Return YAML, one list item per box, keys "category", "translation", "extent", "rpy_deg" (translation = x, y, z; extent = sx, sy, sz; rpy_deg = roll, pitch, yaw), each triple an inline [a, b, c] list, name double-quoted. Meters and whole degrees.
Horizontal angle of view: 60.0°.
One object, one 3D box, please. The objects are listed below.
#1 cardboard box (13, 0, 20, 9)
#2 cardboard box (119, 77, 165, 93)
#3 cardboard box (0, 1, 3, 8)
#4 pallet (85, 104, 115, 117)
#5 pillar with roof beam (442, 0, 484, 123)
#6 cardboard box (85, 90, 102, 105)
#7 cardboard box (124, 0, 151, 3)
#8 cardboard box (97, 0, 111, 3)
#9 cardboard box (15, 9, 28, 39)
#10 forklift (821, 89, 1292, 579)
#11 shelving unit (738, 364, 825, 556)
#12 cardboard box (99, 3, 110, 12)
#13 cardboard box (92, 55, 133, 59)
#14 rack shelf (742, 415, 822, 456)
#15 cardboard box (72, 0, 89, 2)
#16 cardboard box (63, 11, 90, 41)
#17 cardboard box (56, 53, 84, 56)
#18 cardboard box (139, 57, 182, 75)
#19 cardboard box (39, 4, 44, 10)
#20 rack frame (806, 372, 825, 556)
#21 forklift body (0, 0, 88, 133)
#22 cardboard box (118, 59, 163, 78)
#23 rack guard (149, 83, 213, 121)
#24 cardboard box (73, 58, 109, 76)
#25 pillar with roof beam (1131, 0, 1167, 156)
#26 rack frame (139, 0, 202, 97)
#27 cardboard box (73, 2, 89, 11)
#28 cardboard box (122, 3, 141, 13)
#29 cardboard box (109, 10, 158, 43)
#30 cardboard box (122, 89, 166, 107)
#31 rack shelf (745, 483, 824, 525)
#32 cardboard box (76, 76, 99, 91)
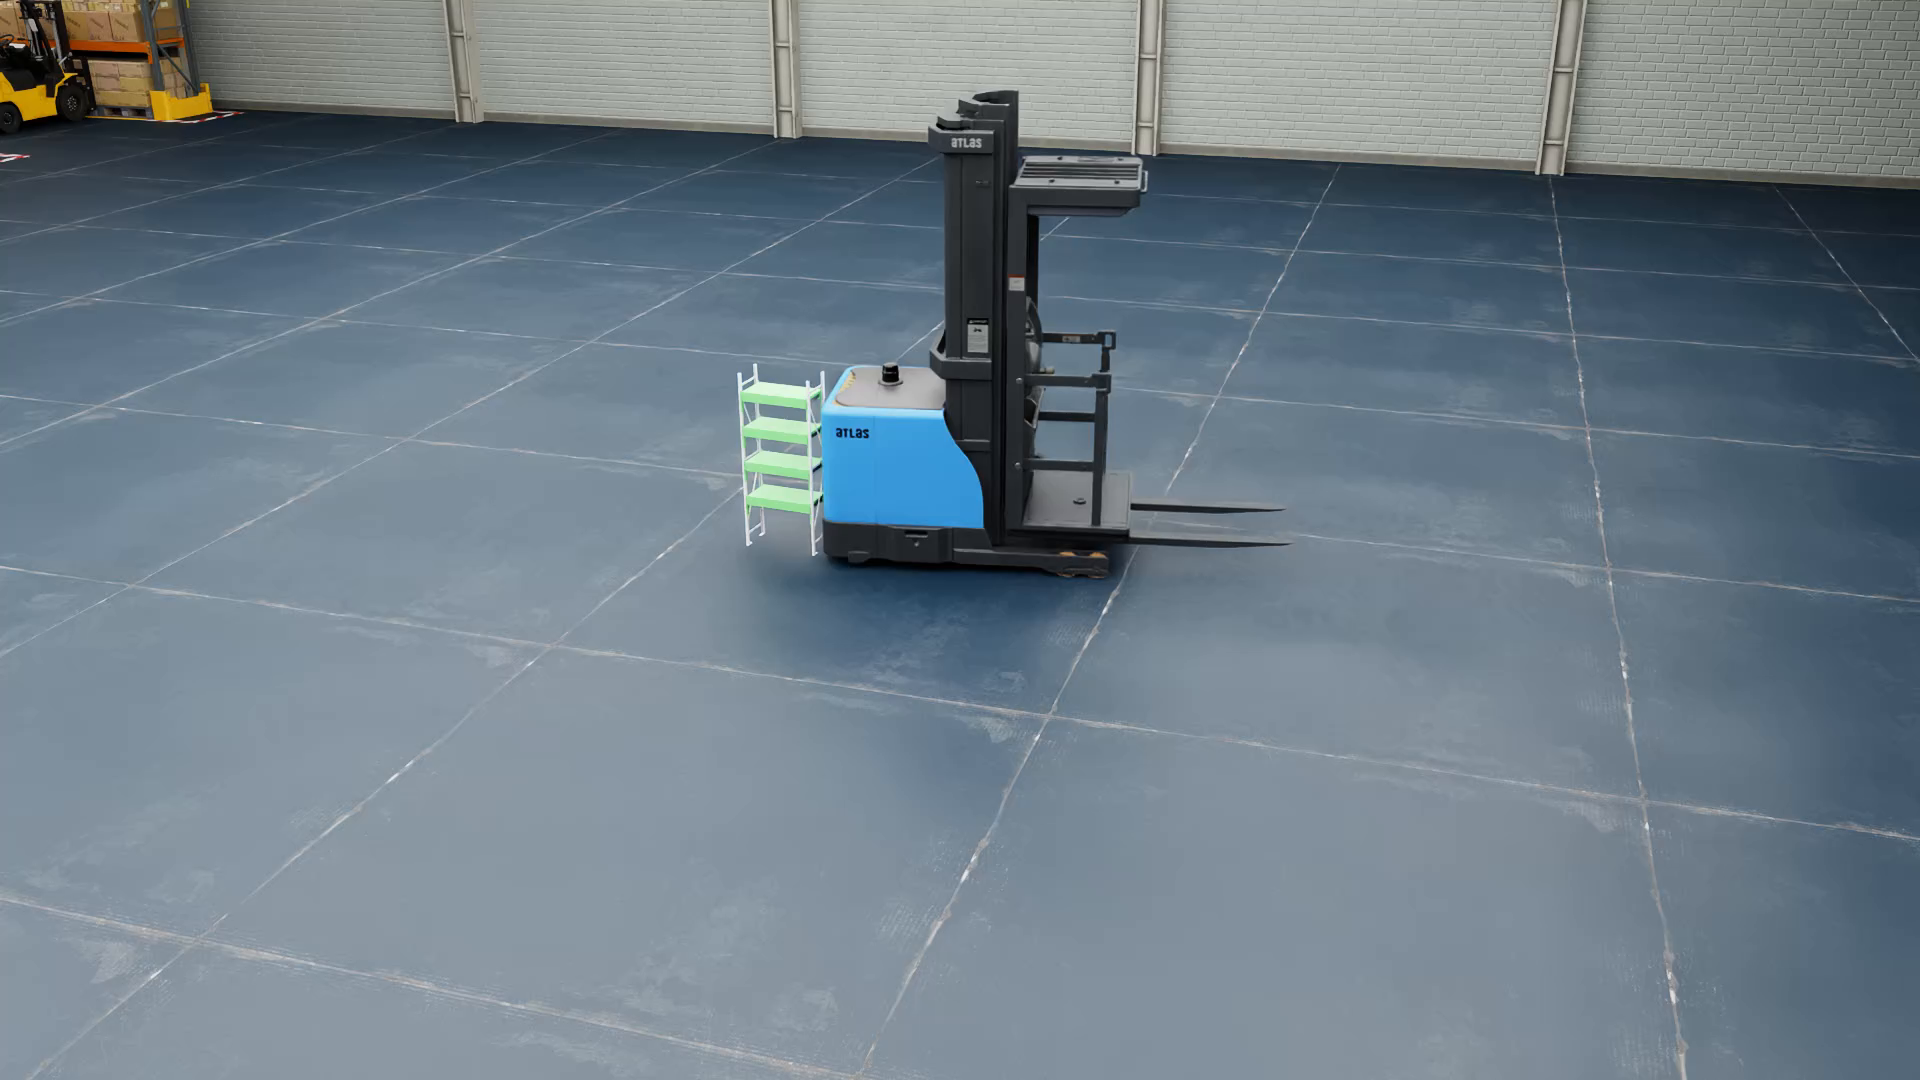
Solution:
- category: "cardboard box"
  translation: [-16.558, -9.519, 29.536]
  extent: [0.250, 0.149, 0.380]
  rpy_deg: [6, 23, 15]
- category: "cardboard box"
  translation: [-14.485, -8.087, 29.444]
  extent: [0.500, 0.250, 0.500]
  rpy_deg: [6, 23, 15]
- category: "cardboard box"
  translation: [-17.023, -9.602, 29.739]
  extent: [0.250, 0.149, 0.380]
  rpy_deg: [6, 23, 15]
- category: "pallet"
  translation: [-15.837, -7.907, 30.267]
  extent: [1.213, 0.211, 1.003]
  rpy_deg: [7, 23, 15]
- category: "pillar with roof beam"
  translation: [-9.834, -9.951, 23.672]
  extent: [0.400, 9.000, 9.100]
  rpy_deg: [7, 23, 16]
- category: "cardboard box"
  translation: [-15.420, -7.969, 29.814]
  extent: [0.500, 0.250, 0.500]
  rpy_deg: [7, 23, 16]
- category: "cardboard box"
  translation: [-14.333, -9.440, 28.954]
  extent: [0.250, 0.149, 0.380]
  rpy_deg: [7, 23, 16]
- category: "cardboard box"
  translation: [-14.836, -9.475, 29.038]
  extent: [0.250, 0.149, 0.380]
  rpy_deg: [7, 23, 17]
- category: "cardboard box"
  translation: [-16.420, -9.229, 29.684]
  extent: [0.500, 0.500, 0.500]
  rpy_deg: [6, 23, 15]
- category: "forklift"
  translation: [0.657, -1.318, 10.620]
  extent: [3.031, 2.935, 1.130]
  rpy_deg: [2, 22, 6]
- category: "shelving unit"
  translation: [-1.157, -0.526, 10.971]
  extent: [0.503, 1.200, 0.258]
  rpy_deg: [8, 24, 19]
- category: "cardboard box"
  translation: [-14.826, -9.344, 29.111]
  extent: [0.250, 0.149, 0.380]
  rpy_deg: [7, 23, 17]
- category: "cardboard box"
  translation: [-15.289, -8.612, 30.065]
  extent: [0.500, 0.250, 0.500]
  rpy_deg: [6, 23, 15]
- category: "rack shelf"
  translation: [-1.157, -0.689, 10.904]
  extent: [0.480, 0.148, 0.258]
  rpy_deg: [8, 24, 19]
- category: "cardboard box"
  translation: [-15.334, -9.518, 29.142]
  extent: [0.250, 0.149, 0.380]
  rpy_deg: [7, 23, 17]
- category: "cardboard box"
  translation: [-15.460, -9.115, 29.407]
  extent: [0.500, 0.500, 0.500]
  rpy_deg: [6, 23, 14]
- category: "cardboard box"
  translation: [-16.261, -8.723, 30.335]
  extent: [0.500, 0.250, 0.500]
  rpy_deg: [7, 23, 16]
- category: "cardboard box"
  translation: [-14.334, -8.500, 29.792]
  extent: [0.500, 0.250, 0.500]
  rpy_deg: [6, 23, 15]
- category: "cardboard box"
  translation: [-16.054, -9.471, 29.421]
  extent: [0.250, 0.149, 0.380]
  rpy_deg: [6, 23, 14]
- category: "rack frame"
  translation: [-0.929, -0.493, 10.890]
  extent: [0.015, 1.200, 0.240]
  rpy_deg: [8, 24, 19]
- category: "forklift body"
  translation: [-16.271, -8.146, 28.295]
  extent: [1.214, 2.155, 2.313]
  rpy_deg: [7, 23, 16]
- category: "cardboard box"
  translation: [-14.460, -8.316, 29.342]
  extent: [0.500, 0.250, 0.500]
  rpy_deg: [7, 23, 17]
- category: "rack guard"
  translation: [-13.906, -7.835, 29.711]
  extent: [0.348, 0.500, 1.175]
  rpy_deg: [7, 23, 16]
- category: "cardboard box"
  translation: [-15.436, -8.421, 29.600]
  extent: [0.500, 0.250, 0.500]
  rpy_deg: [7, 23, 16]
- category: "pillar with roof beam"
  translation: [1.654, -8.636, 20.465]
  extent: [0.400, 9.000, 9.100]
  rpy_deg: [7, 23, 16]
- category: "rack frame"
  translation: [-13.929, -8.994, 29.243]
  extent: [0.127, 3.000, 1.000]
  rpy_deg: [7, 23, 16]
- category: "cardboard box"
  translation: [-15.329, -9.388, 29.217]
  extent: [0.250, 0.149, 0.380]
  rpy_deg: [6, 23, 14]
- category: "cardboard box"
  translation: [-14.342, -9.276, 28.946]
  extent: [0.250, 0.149, 0.380]
  rpy_deg: [7, 23, 16]
- category: "cardboard box"
  translation: [-14.476, -8.999, 29.123]
  extent: [0.500, 0.500, 0.500]
  rpy_deg: [6, 23, 14]
- category: "cardboard box"
  translation: [-14.470, -7.853, 29.531]
  extent: [0.500, 0.250, 0.500]
  rpy_deg: [7, 23, 16]
- category: "rack shelf"
  translation: [-1.157, -0.245, 11.087]
  extent: [0.480, 0.148, 0.258]
  rpy_deg: [8, 24, 19]
- category: "cardboard box"
  translation: [-15.462, -8.195, 29.707]
  extent: [0.500, 0.250, 0.500]
  rpy_deg: [6, 23, 14]
